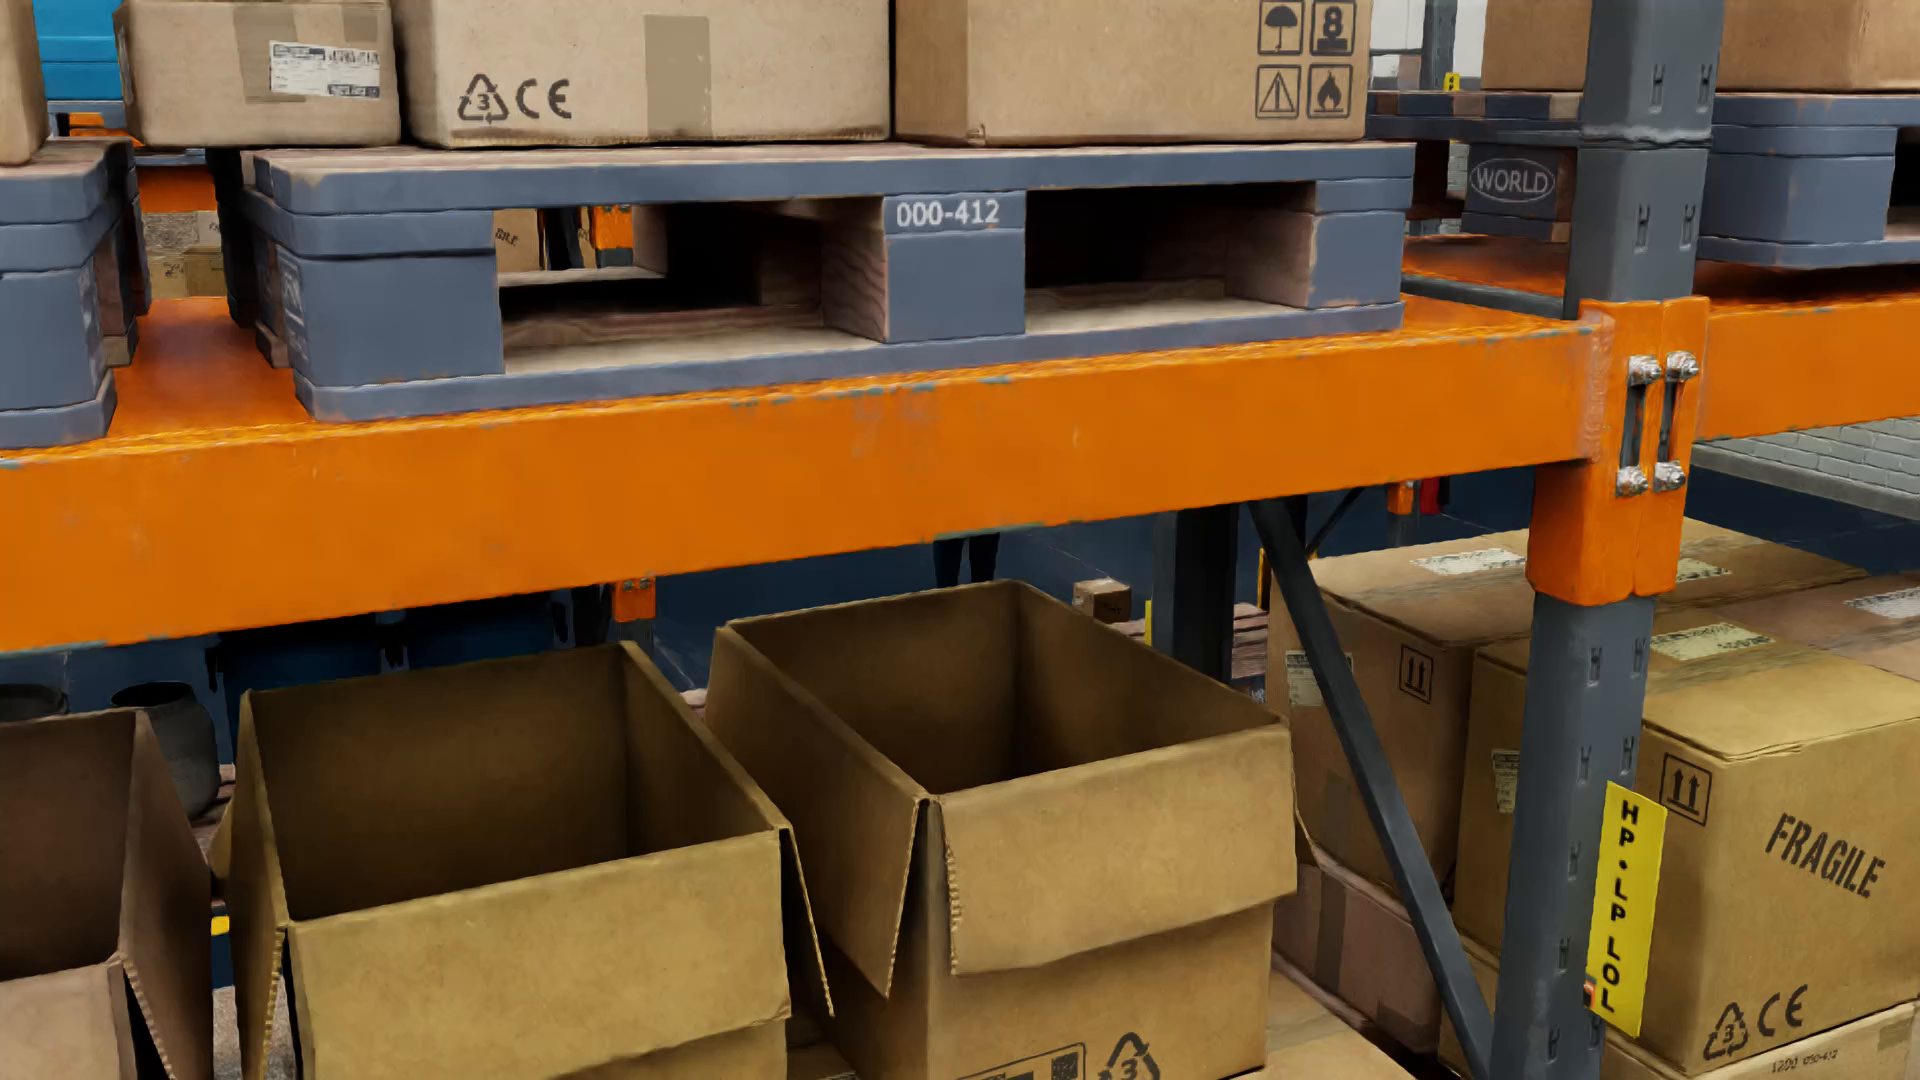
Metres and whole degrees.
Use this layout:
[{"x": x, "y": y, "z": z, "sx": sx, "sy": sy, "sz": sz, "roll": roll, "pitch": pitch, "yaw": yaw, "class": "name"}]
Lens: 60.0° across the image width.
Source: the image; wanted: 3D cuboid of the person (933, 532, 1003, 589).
[{"x": 0.027, "y": -0.078, "z": 8.810, "sx": 0.459, "sy": 1.622, "sz": 0.363, "roll": -4, "pitch": 16, "yaw": -13, "class": "person"}]
